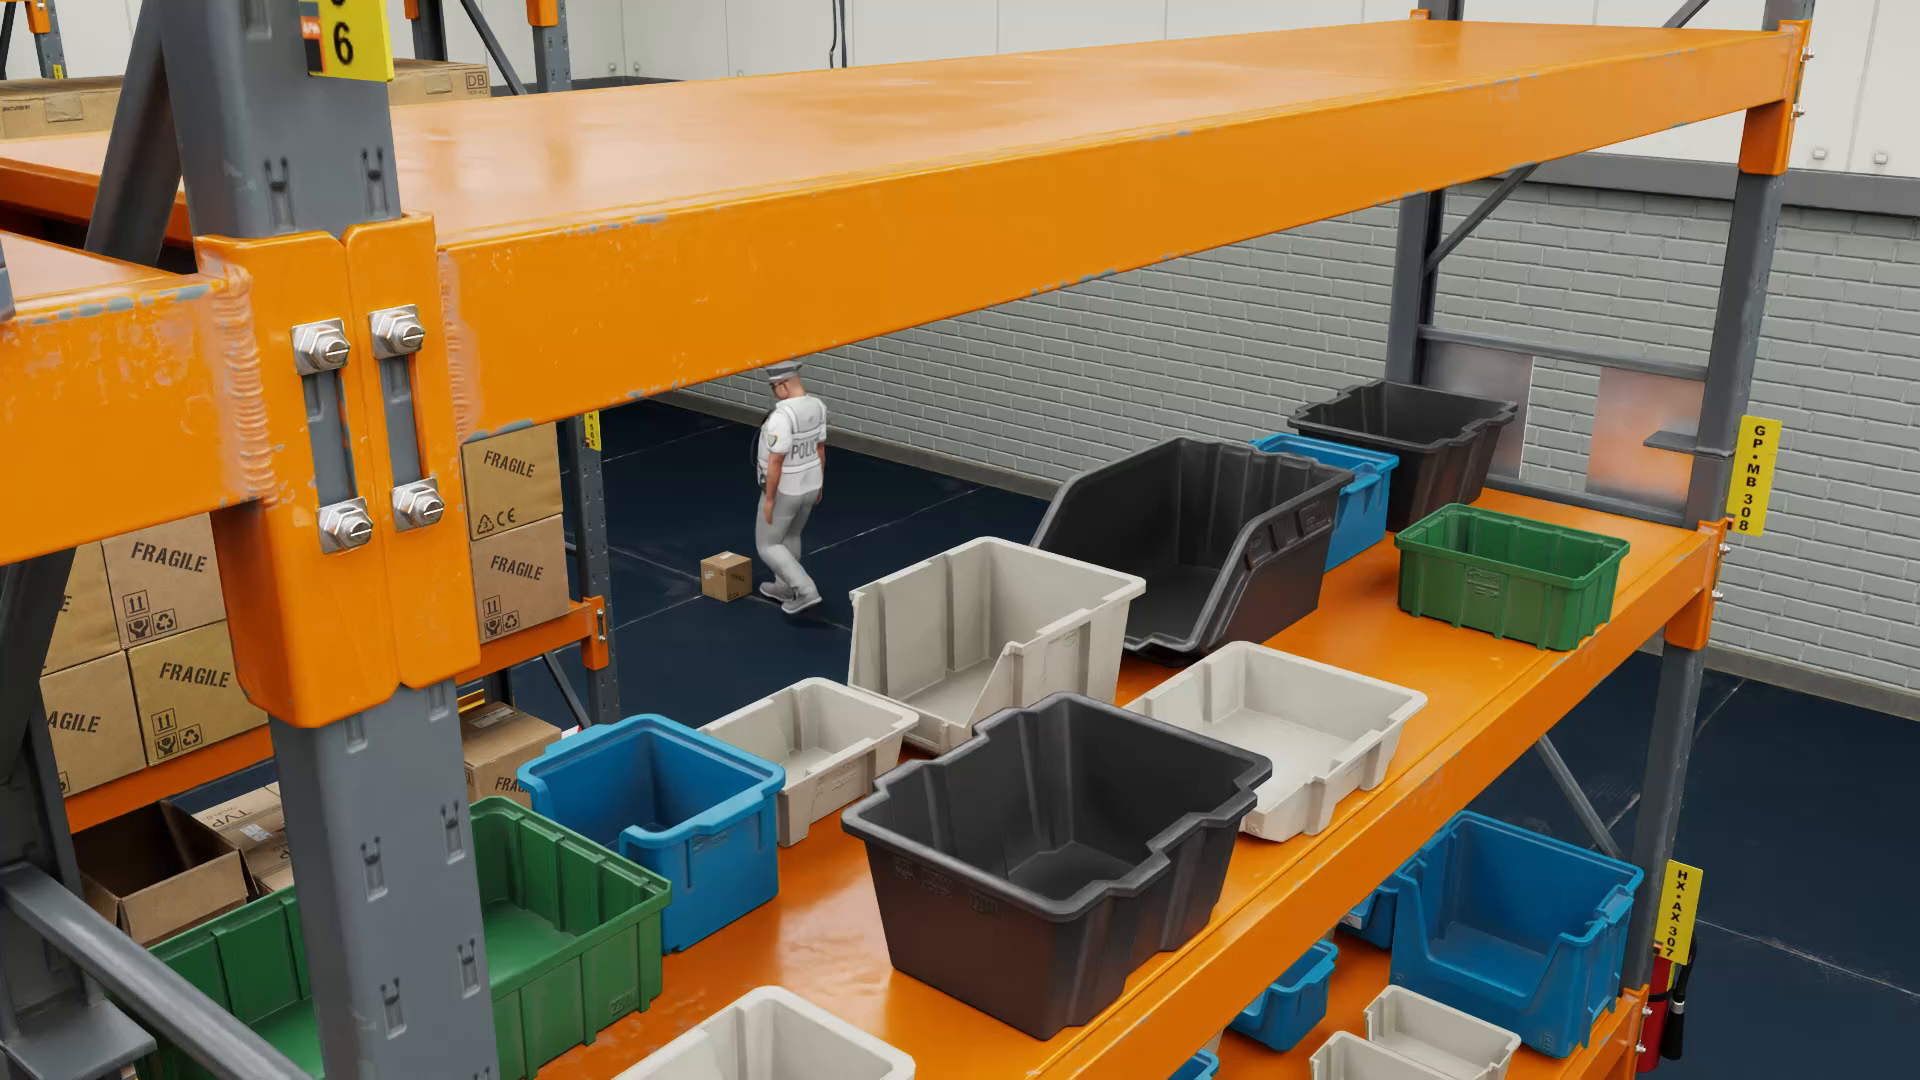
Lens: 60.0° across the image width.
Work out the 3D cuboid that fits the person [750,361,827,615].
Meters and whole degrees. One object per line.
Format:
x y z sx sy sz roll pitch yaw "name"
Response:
-1.147 -0.347 10.993 0.747 1.715 0.569 13 24 32 "person"
